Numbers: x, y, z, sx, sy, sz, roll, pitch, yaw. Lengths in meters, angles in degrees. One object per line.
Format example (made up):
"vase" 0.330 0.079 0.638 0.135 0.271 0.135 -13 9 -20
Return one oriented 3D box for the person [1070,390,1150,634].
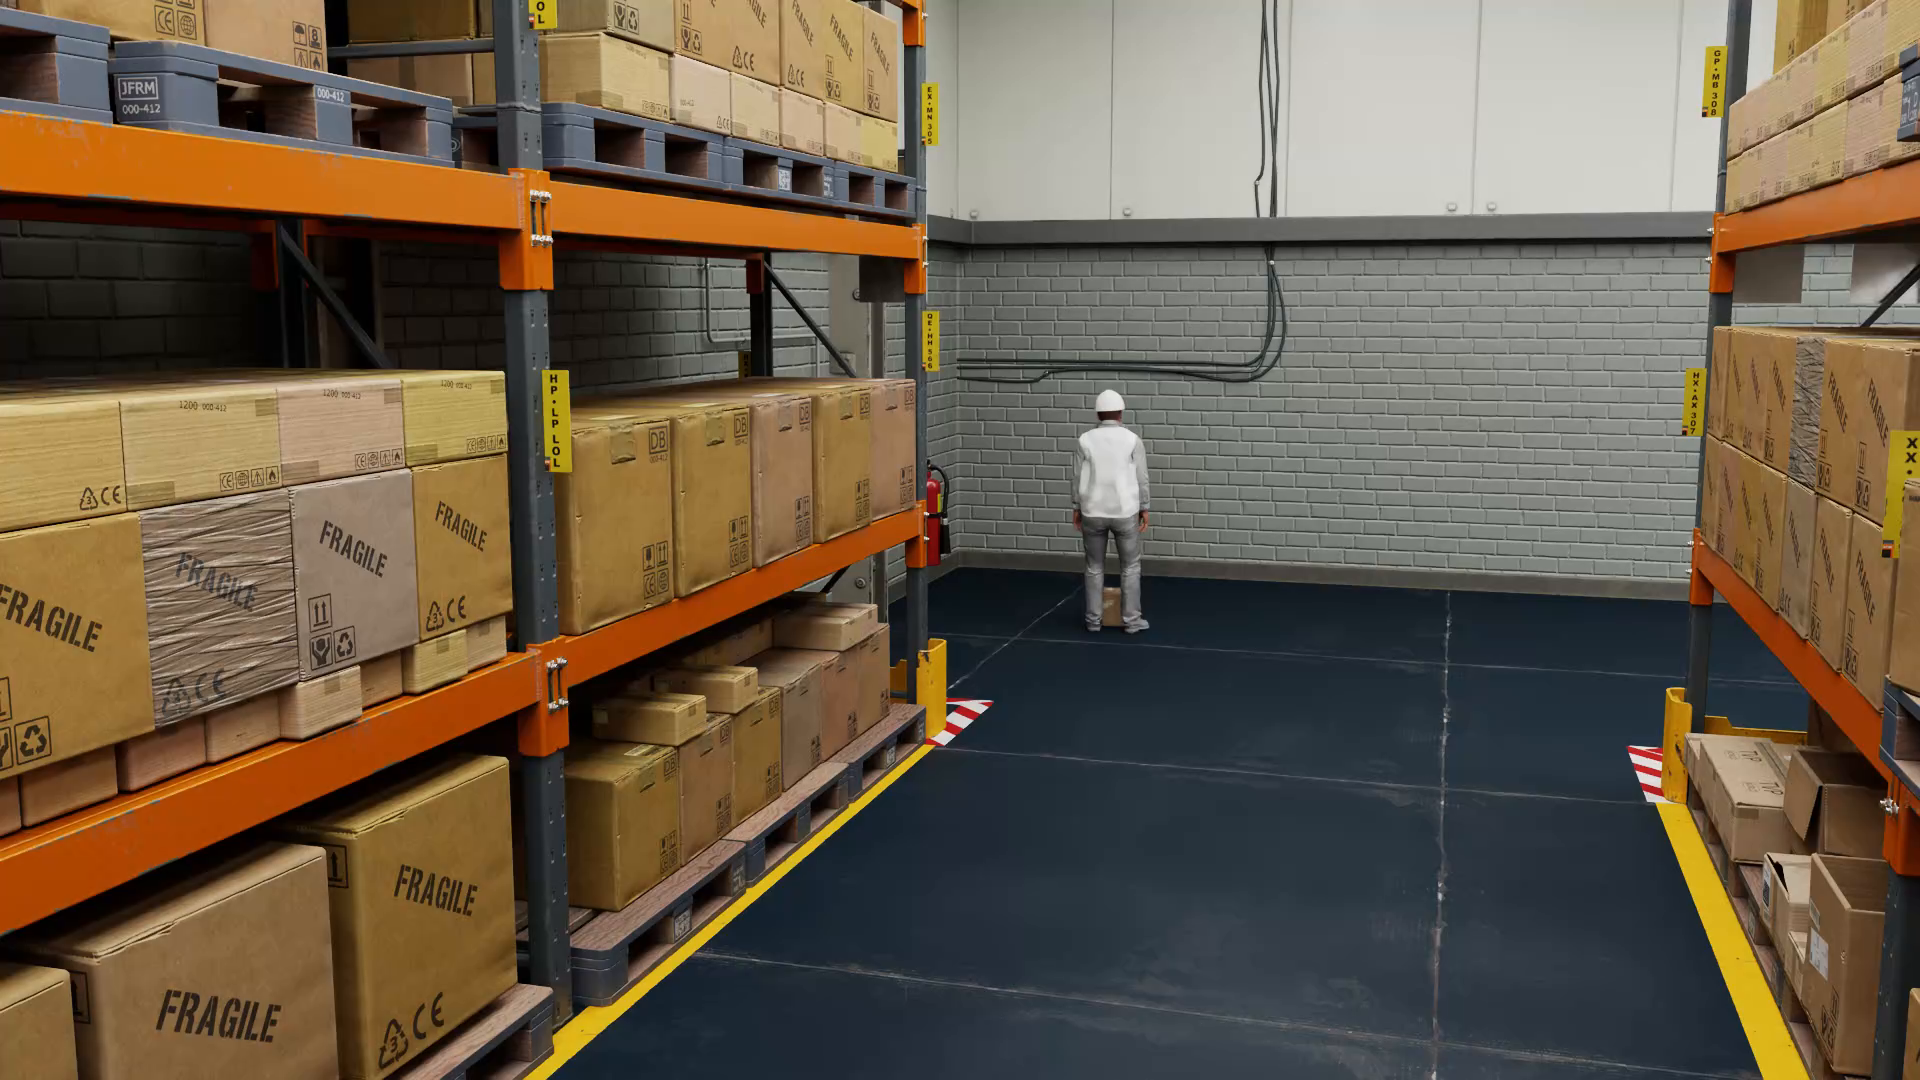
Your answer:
"person" 1.101 -0.210 12.189 0.582 1.769 0.465 2 8 13
